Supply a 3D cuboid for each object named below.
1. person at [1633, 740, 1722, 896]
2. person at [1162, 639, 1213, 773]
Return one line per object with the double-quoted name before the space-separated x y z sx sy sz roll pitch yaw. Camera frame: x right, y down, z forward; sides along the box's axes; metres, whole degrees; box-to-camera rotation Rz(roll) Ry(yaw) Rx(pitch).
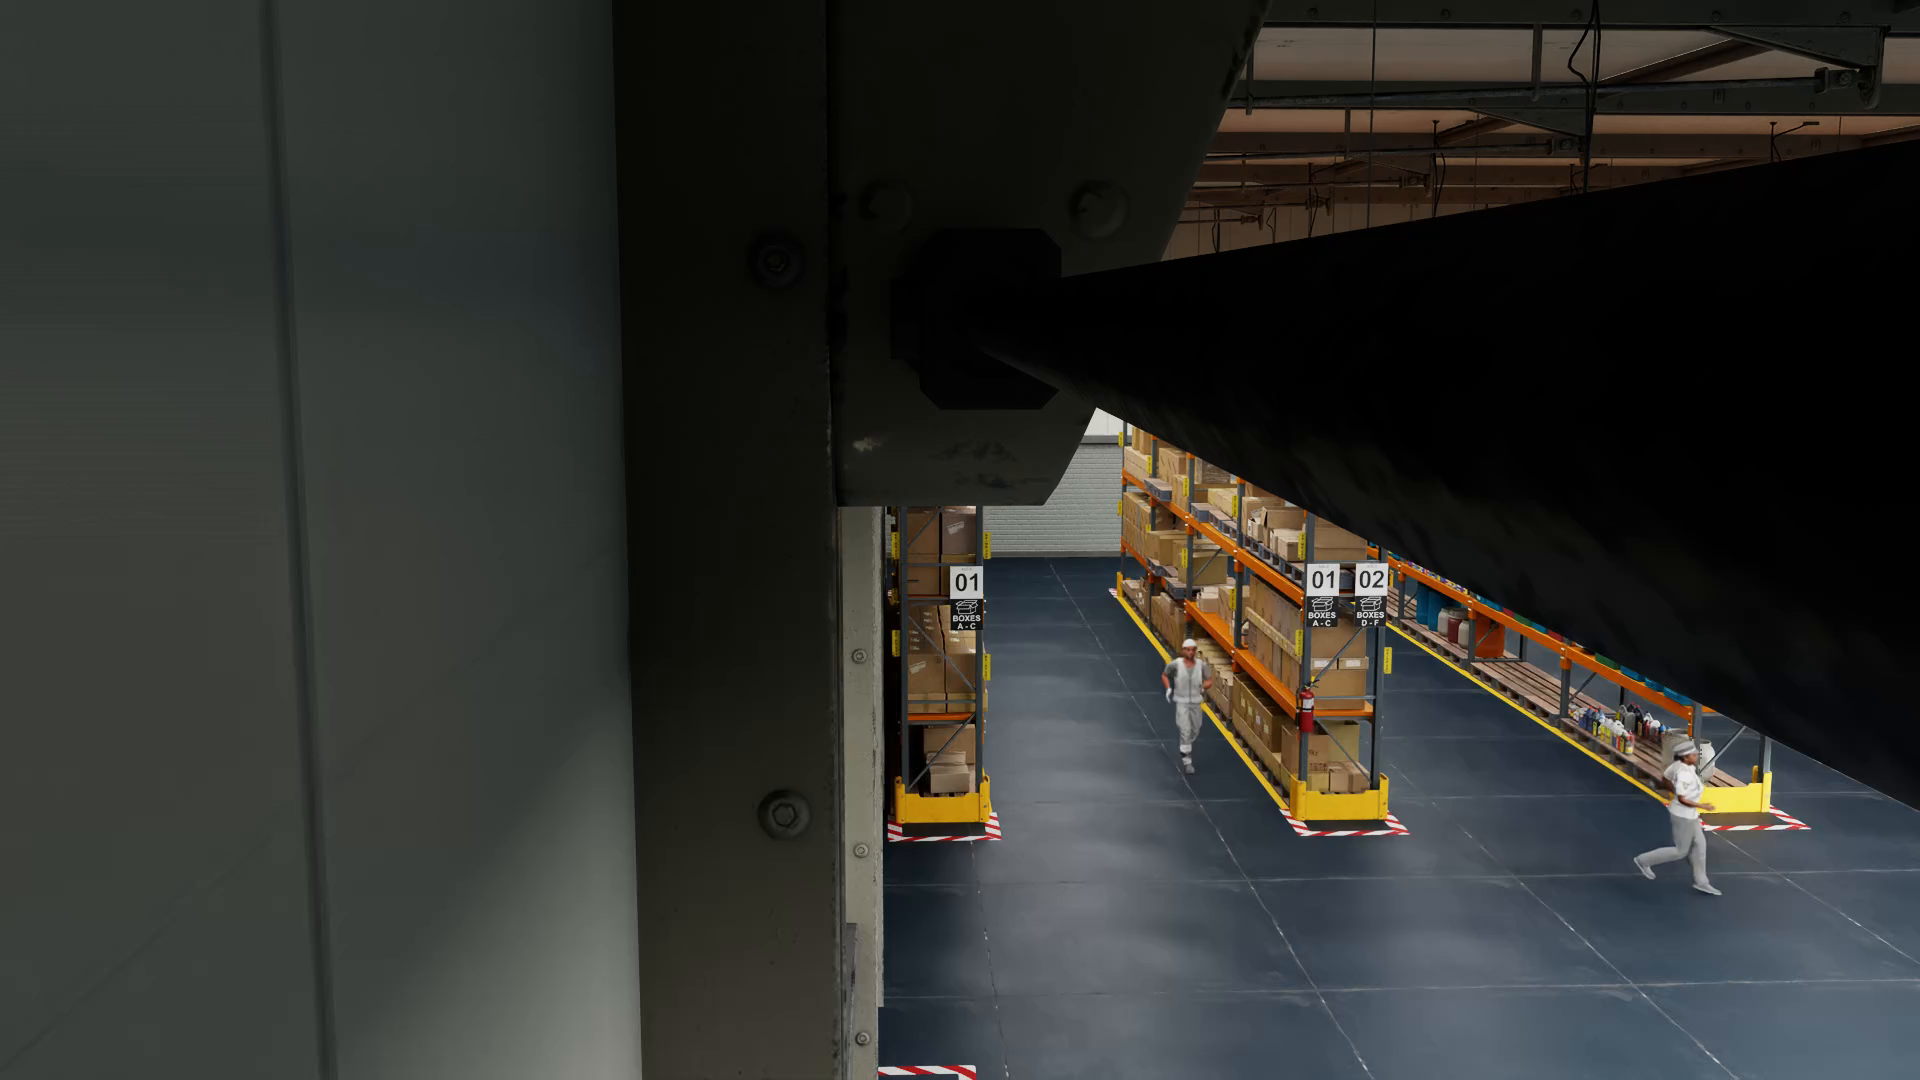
"person" 7.812 2.989 18.018 0.900 1.702 0.592 3 9 21
"person" 3.107 2.216 22.624 0.673 1.777 0.872 -1 8 -6
